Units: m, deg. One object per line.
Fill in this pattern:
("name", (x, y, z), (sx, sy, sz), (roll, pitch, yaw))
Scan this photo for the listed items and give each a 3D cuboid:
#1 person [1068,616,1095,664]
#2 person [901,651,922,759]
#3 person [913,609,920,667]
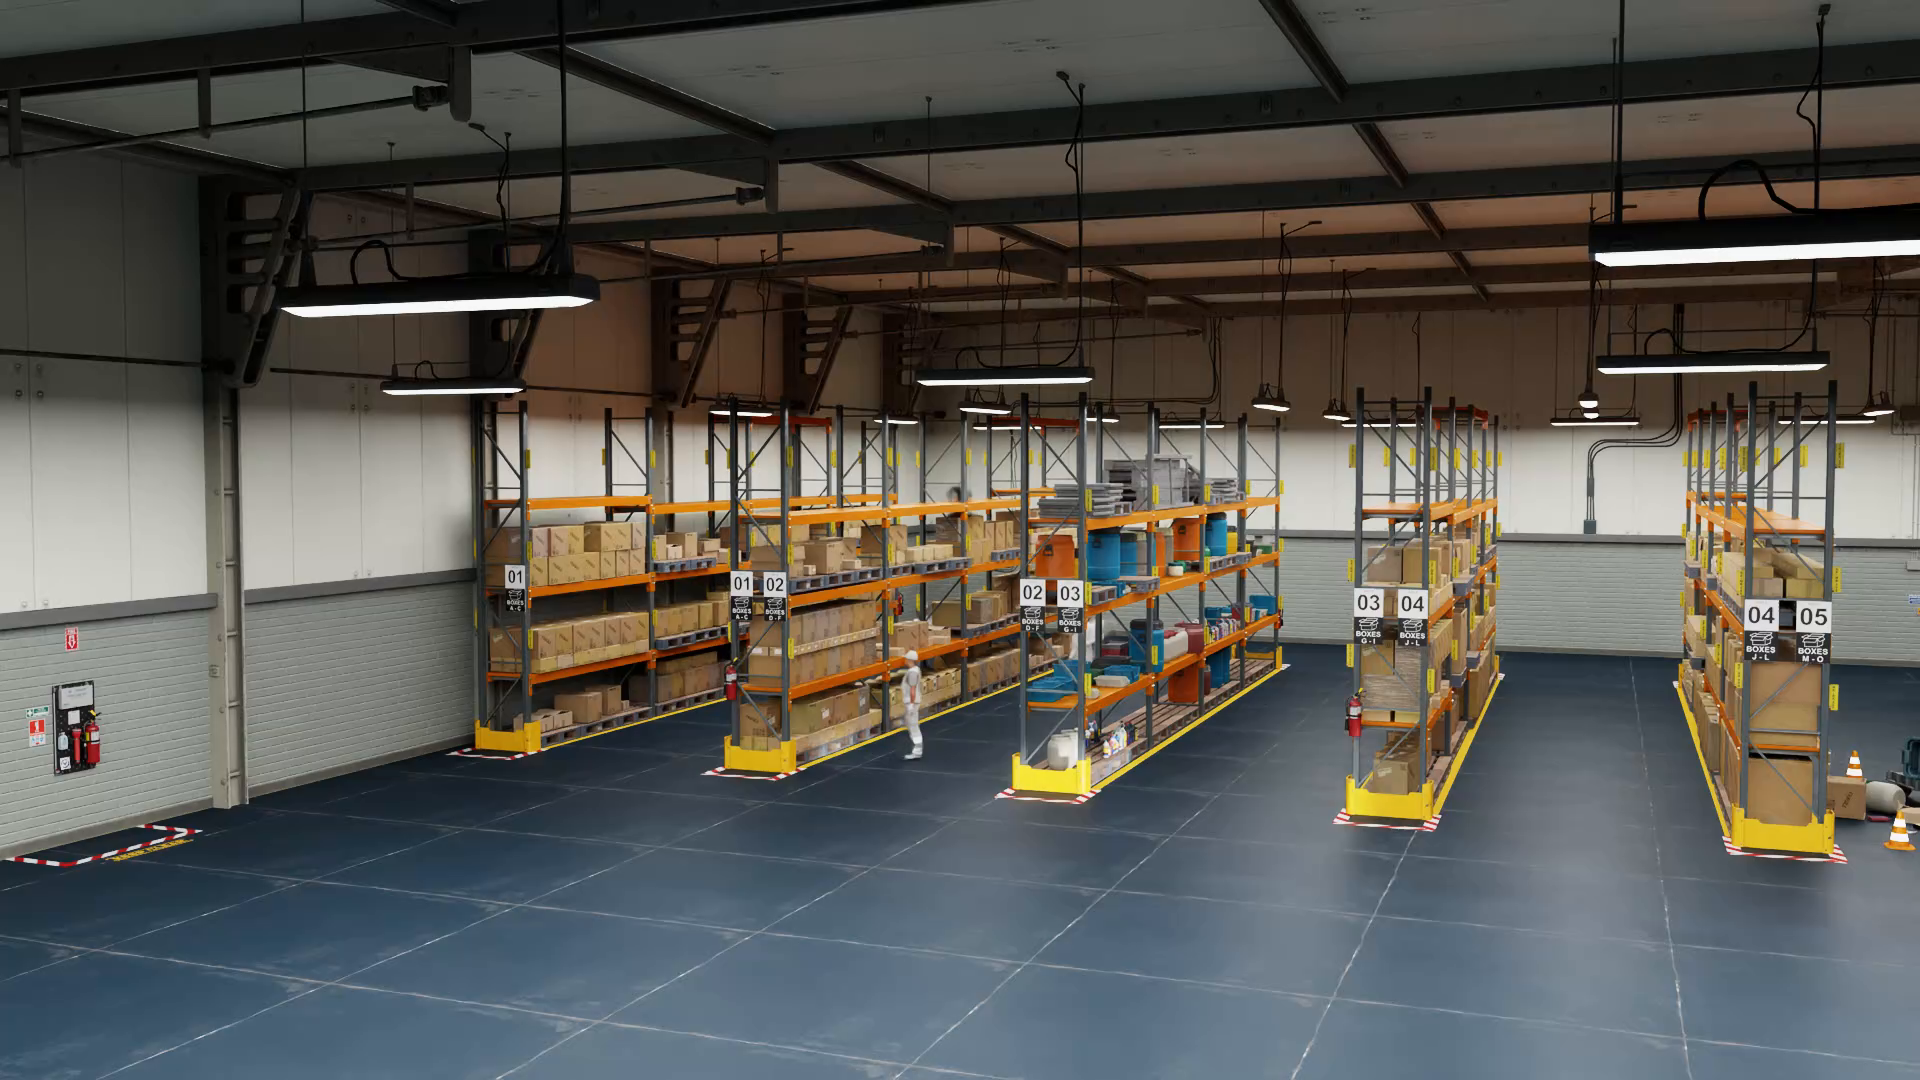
("person", (2.623, 2.443, 35.657), (0.588, 1.806, 0.953), (1, 3, 20))
("person", (-0.809, 2.758, 27.787), (0.354, 1.824, 0.658), (0, 3, -3))
("person", (-0.911, 2.341, 37.761), (0.455, 1.647, 0.928), (1, 3, 27))
